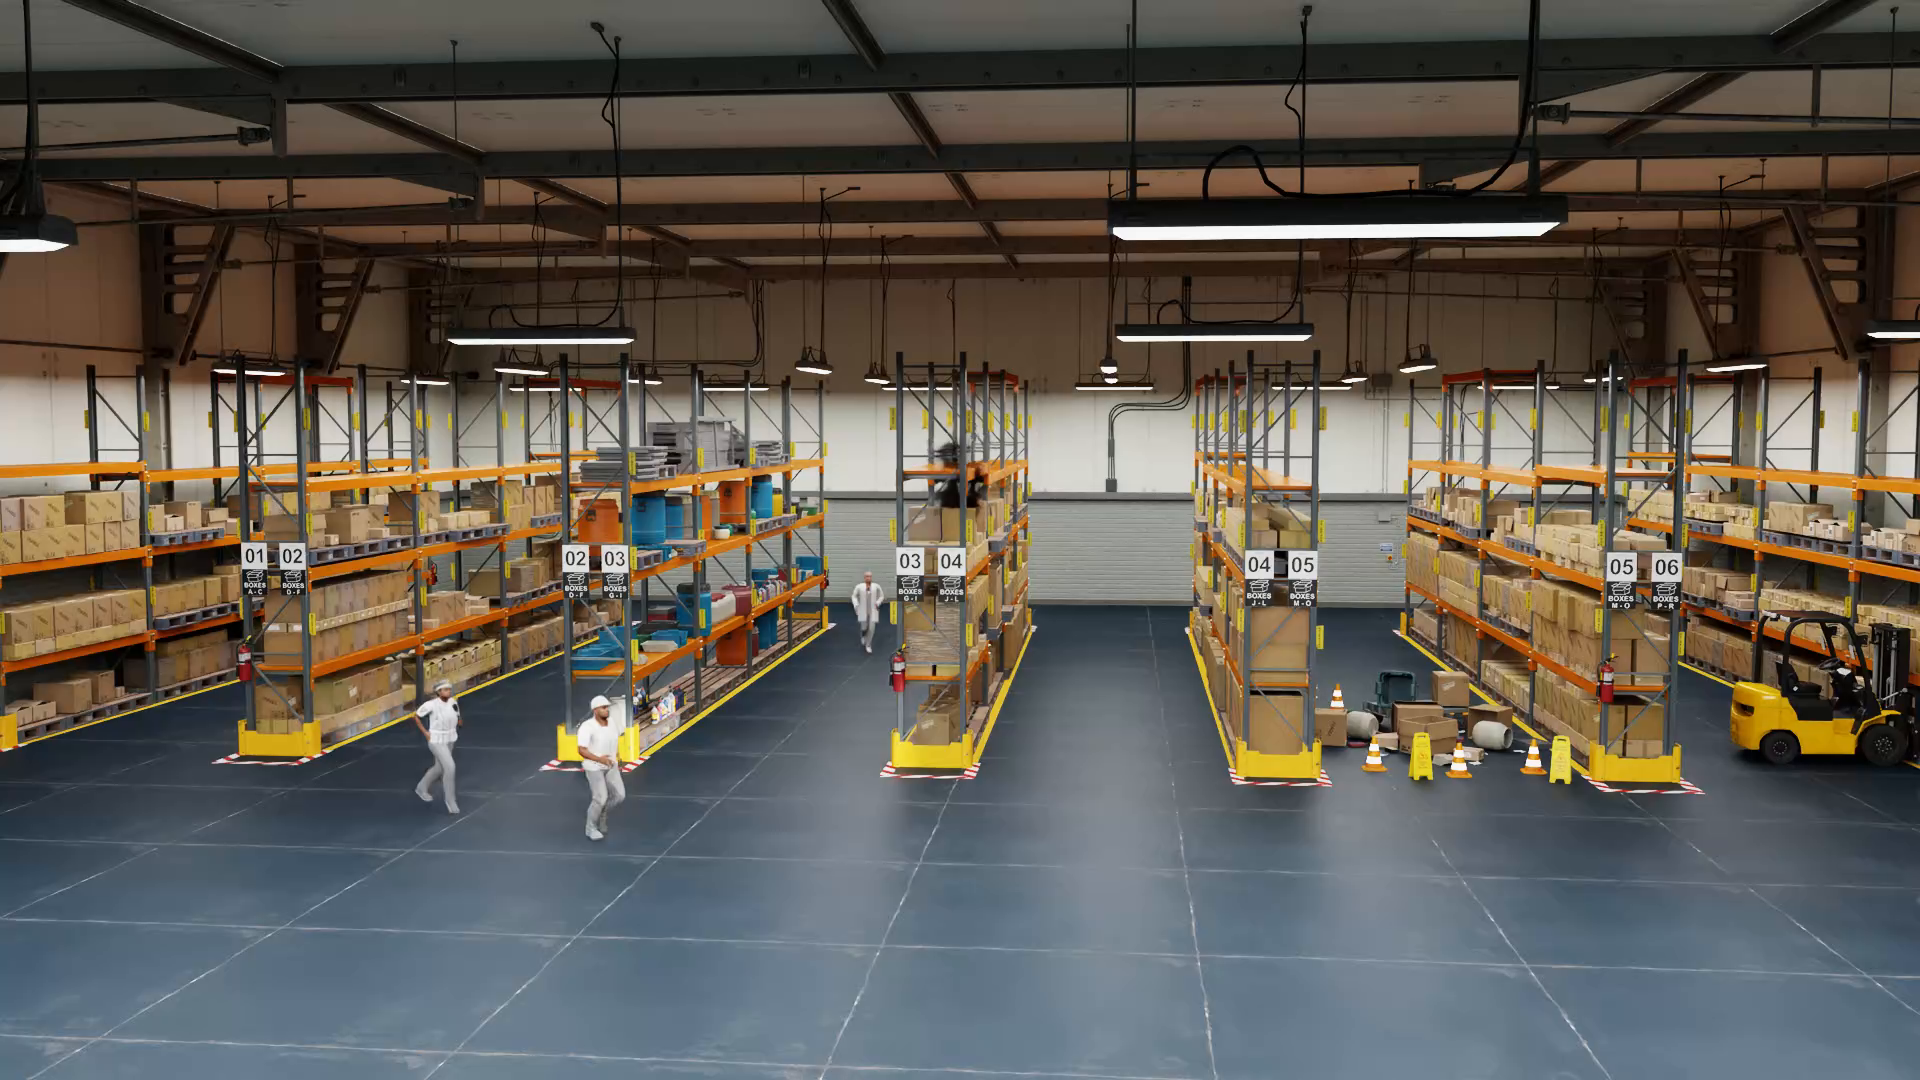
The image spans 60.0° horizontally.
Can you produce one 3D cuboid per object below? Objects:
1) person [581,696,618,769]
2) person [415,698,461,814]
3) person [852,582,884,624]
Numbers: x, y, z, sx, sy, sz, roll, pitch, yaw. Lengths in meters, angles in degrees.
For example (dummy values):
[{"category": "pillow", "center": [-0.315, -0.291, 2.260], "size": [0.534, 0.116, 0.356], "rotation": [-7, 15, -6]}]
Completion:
[{"category": "person", "center": [-4.299, 2.297, 19.888], "size": [0.354, 0.884, 0.436], "rotation": [3, 5, 33]}, {"category": "person", "center": [-6.743, 2.777, 21.521], "size": [0.861, 1.497, 0.410], "rotation": [2, 5, 26]}, {"category": "person", "center": [-1.996, 1.377, 36.222], "size": [0.709, 0.937, 0.475], "rotation": [0, 4, -7]}]
